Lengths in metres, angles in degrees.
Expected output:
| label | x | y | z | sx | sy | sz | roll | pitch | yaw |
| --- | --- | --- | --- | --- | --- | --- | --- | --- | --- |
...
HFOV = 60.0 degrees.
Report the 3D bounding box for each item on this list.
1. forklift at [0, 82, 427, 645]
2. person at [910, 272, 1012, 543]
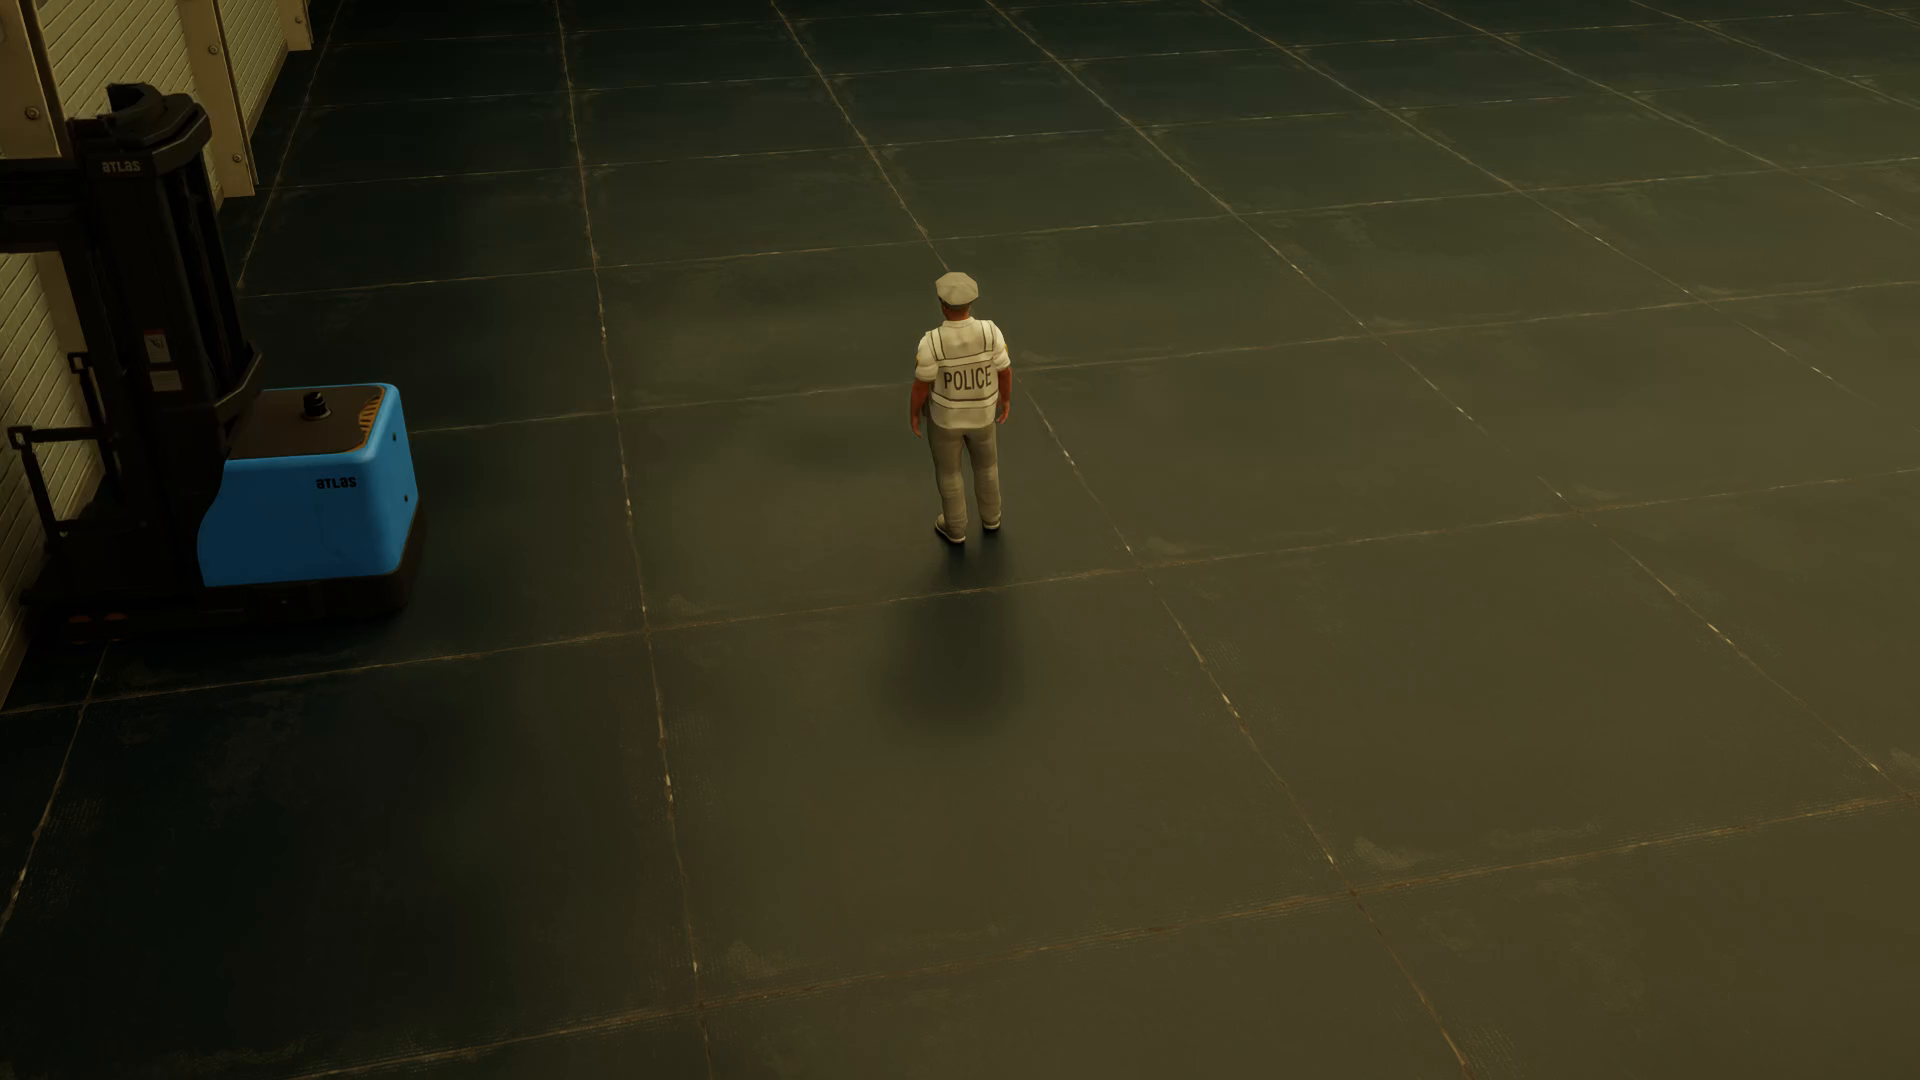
| label | x | y | z | sx | sy | sz | roll | pitch | yaw |
| --- | --- | --- | --- | --- | --- | --- | --- | --- | --- |
| forklift | -4.797 | -0.954 | 9.223 | 3.031 | 2.935 | 1.130 | -4 | 30 | -7 |
| person | -0.007 | -0.818 | 10.118 | 0.641 | 1.780 | 0.574 | -7 | 31 | -12 |
